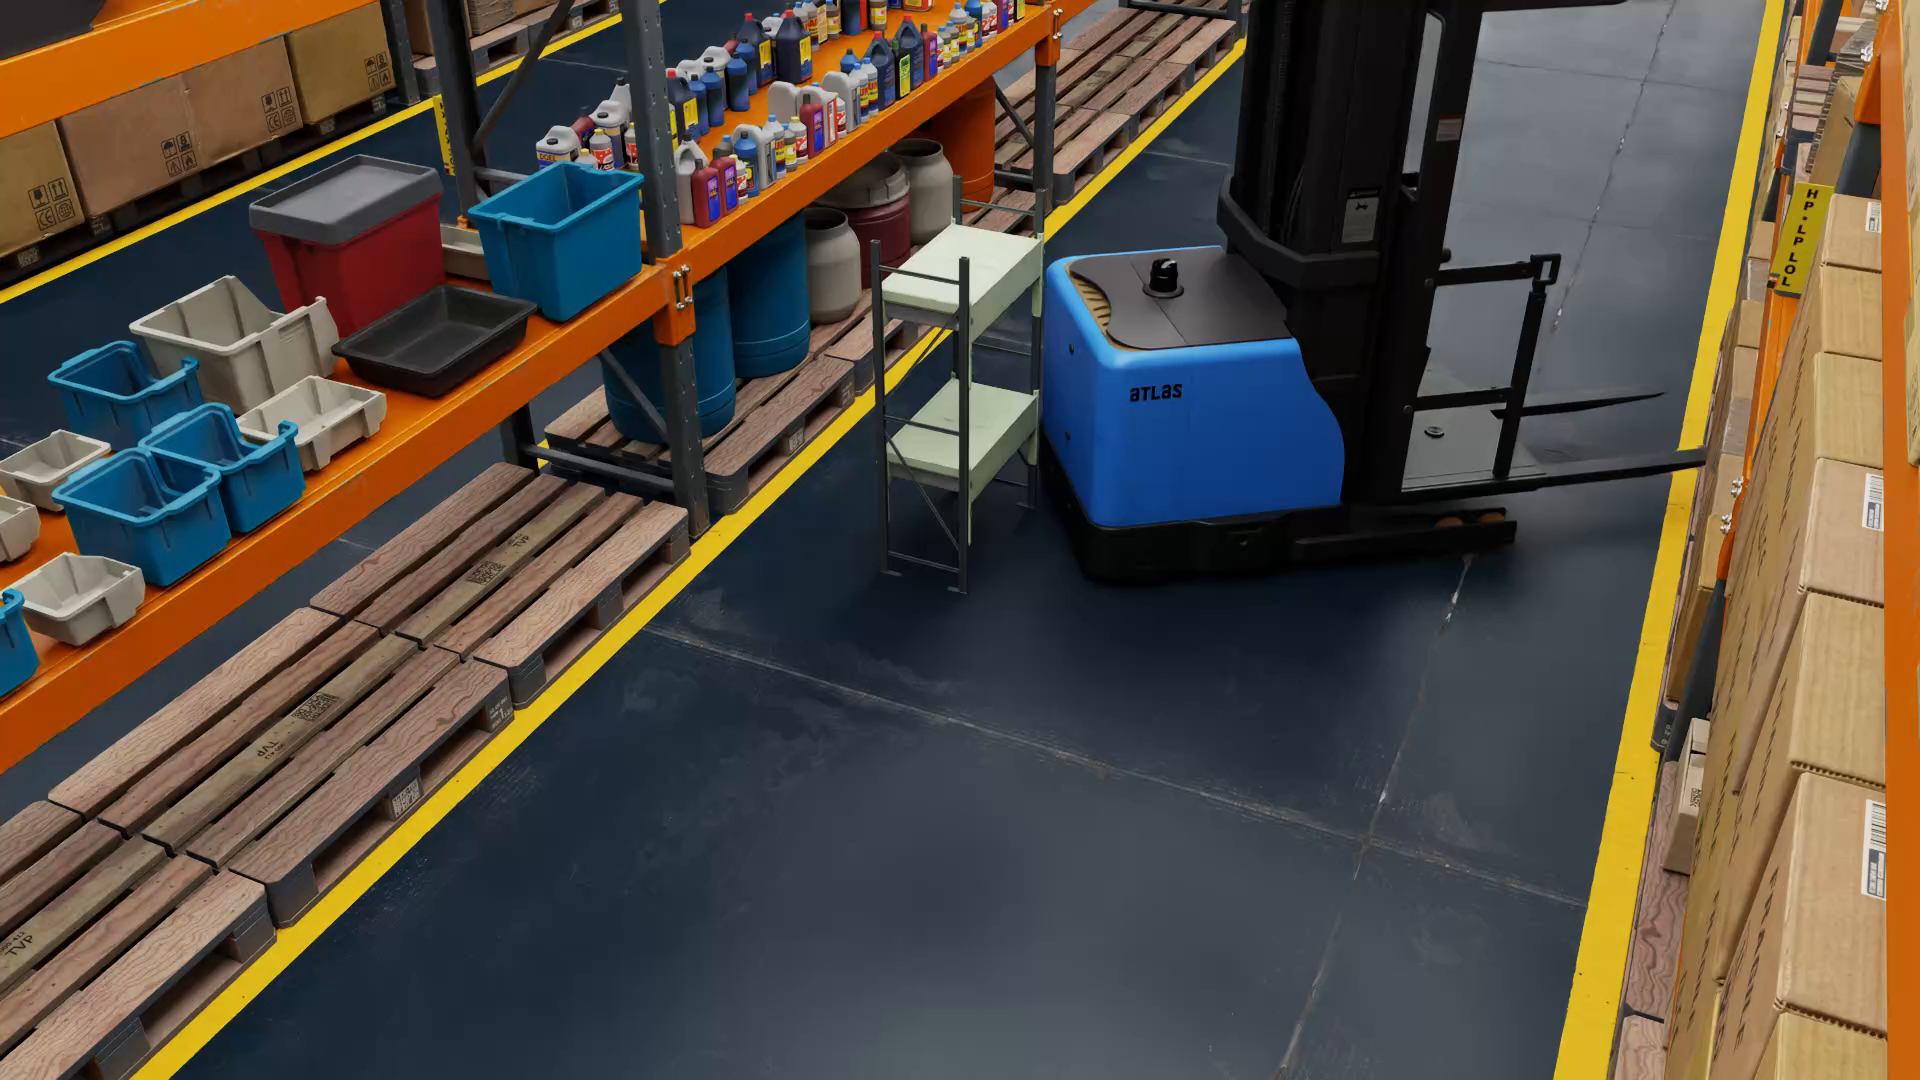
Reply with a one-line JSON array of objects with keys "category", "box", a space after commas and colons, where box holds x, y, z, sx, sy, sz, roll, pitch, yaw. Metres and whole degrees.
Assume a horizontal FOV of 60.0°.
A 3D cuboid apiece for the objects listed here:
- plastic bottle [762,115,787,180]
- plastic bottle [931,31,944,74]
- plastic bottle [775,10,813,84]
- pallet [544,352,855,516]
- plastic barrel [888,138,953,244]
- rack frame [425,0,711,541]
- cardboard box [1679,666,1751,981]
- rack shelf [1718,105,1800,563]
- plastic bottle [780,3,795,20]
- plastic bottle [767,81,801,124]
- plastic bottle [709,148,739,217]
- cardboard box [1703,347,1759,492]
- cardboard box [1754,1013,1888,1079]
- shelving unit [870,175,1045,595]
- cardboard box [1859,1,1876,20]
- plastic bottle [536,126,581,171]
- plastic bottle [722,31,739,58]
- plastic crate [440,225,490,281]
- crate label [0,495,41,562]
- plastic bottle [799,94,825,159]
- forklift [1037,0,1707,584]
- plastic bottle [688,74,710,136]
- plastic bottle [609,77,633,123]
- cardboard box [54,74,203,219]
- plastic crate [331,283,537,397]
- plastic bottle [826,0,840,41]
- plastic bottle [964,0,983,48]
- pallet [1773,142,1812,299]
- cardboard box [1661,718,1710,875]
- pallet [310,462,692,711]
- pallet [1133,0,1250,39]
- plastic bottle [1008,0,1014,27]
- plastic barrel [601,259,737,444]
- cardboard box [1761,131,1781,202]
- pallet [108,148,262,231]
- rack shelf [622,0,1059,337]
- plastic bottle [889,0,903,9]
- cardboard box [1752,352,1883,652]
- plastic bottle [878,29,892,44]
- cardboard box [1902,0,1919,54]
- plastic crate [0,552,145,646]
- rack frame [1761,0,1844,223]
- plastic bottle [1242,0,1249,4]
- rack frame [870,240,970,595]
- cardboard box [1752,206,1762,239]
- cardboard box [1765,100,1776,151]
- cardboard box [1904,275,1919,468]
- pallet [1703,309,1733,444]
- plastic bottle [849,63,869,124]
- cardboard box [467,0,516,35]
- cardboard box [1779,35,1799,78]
[{"category": "plastic bottle", "box": [-0.812, -1.718, 7.251, 0.097, 0.271, 0.097, 0, 33, 0]}, {"category": "plastic bottle", "box": [-0.133, -2.497, 8.503, 0.097, 0.201, 0.097, 0, 33, 0]}, {"category": "plastic bottle", "box": [-0.835, -2.488, 8.353, 0.144, 0.351, 0.185, 14, 36, 20]}, {"category": "pallet", "box": [-1.217, -0.603, 7.977, 1.003, 0.211, 1.213, 14, 36, 20]}, {"category": "plastic barrel", "box": [-0.249, -1.973, 9.409, 0.421, 0.512, 0.421, 0, 33, 0]}, {"category": "rack frame", "box": [-1.578, -1.395, 6.641, 1.000, 3.000, 0.127, 14, 36, 20]}, {"category": "cardboard box", "box": [1.825, 0.651, 3.430, 0.500, 0.500, 0.500, 14, 36, 20]}, {"category": "rack shelf", "box": [3.756, -0.952, 6.622, 1.077, 0.370, 4.000, 14, 36, 20]}, {"category": "plastic bottle", "box": [-0.904, -2.632, 8.634, 0.061, 0.283, 0.133, 14, 36, 20]}, {"category": "plastic bottle", "box": [-0.789, -1.982, 7.650, 0.152, 0.276, 0.135, 14, 36, 20]}, {"category": "plastic bottle", "box": [-0.981, -1.497, 6.904, 0.061, 0.283, 0.133, 14, 36, 20]}, {"category": "cardboard box", "box": [3.501, -0.454, 7.086, 0.500, 0.500, 0.500, 13, 35, 19]}, {"category": "cardboard box", "box": [1.182, 0.991, 2.000, 0.500, 0.500, 0.500, 14, 36, 20]}, {"category": "shelving unit", "box": [0.003, -0.631, 6.844, 0.431, 1.500, 0.755, 14, 36, 20]}, {"category": "cardboard box", "box": [5.075, -2.792, 9.001, 0.380, 0.149, 0.250, 17, 37, 24]}, {"category": "plastic bottle", "box": [-1.707, -1.613, 7.088, 0.152, 0.276, 0.135, 14, 36, 20]}, {"category": "plastic bottle", "box": [-1.134, -2.358, 8.216, 0.061, 0.283, 0.133, 14, 36, 20]}, {"category": "plastic crate", "box": [-1.903, -1.110, 6.394, 0.396, 0.136, 0.243, 14, 36, 20]}, {"category": "crate label", "box": [-2.846, -0.050, 4.777, 0.396, 0.136, 0.243, 14, 36, 20]}, {"category": "plastic bottle", "box": [-0.666, -1.873, 7.477, 0.061, 0.283, 0.133, 14, 36, 20]}, {"category": "forklift", "box": [1.925, -1.436, 6.768, 3.031, 2.935, 1.130, -6, 34, -9]}, {"category": "plastic bottle", "box": [-1.222, -2.025, 7.720, 0.097, 0.271, 0.097, 0, 33, 0]}, {"category": "plastic bottle", "box": [-1.491, -1.907, 7.467, 0.144, 0.351, 0.185, 14, 36, 20]}, {"category": "cardboard box", "box": [-5.454, -2.586, 10.014, 1.225, 0.875, 0.875, 13, 35, 19]}, {"category": "plastic crate", "box": [-1.802, -0.686, 5.756, 0.437, 0.125, 0.590, 14, 36, 20]}, {"category": "plastic bottle", "box": [-0.702, -2.814, 8.987, 0.097, 0.201, 0.097, 0, 33, 0]}, {"category": "plastic bottle", "box": [0.071, -2.768, 8.854, 0.097, 0.271, 0.097, 0, 33, 0]}, {"category": "pallet", "box": [3.783, -1.199, 6.518, 1.003, 0.211, 1.213, 14, 36, 20]}, {"category": "cardboard box", "box": [2.547, 0.844, 5.279, 0.500, 0.311, 0.500, 14, 36, 20]}, {"category": "pallet", "box": [-1.850, 0.147, 6.834, 1.003, 0.211, 1.213, 14, 36, 20]}, {"category": "pallet", "box": [2.088, -4.538, 13.978, 1.003, 0.211, 1.213, 14, 36, 20]}, {"category": "plastic bottle", "box": [0.249, -2.951, 9.196, 0.097, 0.201, 0.097, 0, 33, 0]}, {"category": "plastic barrel", "box": [-1.335, -0.960, 7.509, 0.600, 0.901, 0.708, 14, 36, 20]}, {"category": "cardboard box", "box": [4.800, -2.086, 9.310, 0.500, 0.311, 0.500, 14, 36, 20]}, {"category": "pallet", "box": [-5.313, -2.376, 10.681, 1.003, 0.211, 1.213, 14, 36, 20]}, {"category": "rack shelf", "box": [-0.741, -2.090, 8.358, 1.077, 0.370, 4.000, 14, 36, 20]}, {"category": "plastic bottle", "box": [-0.379, -3.194, 9.498, 0.152, 0.276, 0.135, 14, 36, 20]}, {"category": "cardboard box", "box": [2.036, -0.033, 3.562, 0.500, 0.500, 0.500, 13, 35, 19]}, {"category": "plastic bottle", "box": [-0.373, -2.410, 8.297, 0.061, 0.283, 0.133, 14, 36, 20]}, {"category": "cardboard box", "box": [2.491, -1.263, 3.841, 0.500, 0.250, 0.500, 14, 36, 20]}, {"category": "plastic crate", "box": [-2.356, 0.157, 4.461, 0.250, 0.136, 0.298, 14, 36, 20]}, {"category": "rack frame", "box": [4.593, -2.249, 7.944, 1.000, 3.000, 0.127, 14, 36, 20]}, {"category": "plastic bottle", "box": [2.300, -4.480, 13.434, 0.097, 0.271, 0.097, 0, 33, 0]}, {"category": "rack frame", "box": [-0.150, -0.448, 6.566, 0.400, 1.500, 0.023, 14, 36, 20]}, {"category": "cardboard box", "box": [4.592, -1.592, 9.067, 0.500, 0.250, 0.500, 15, 36, 22]}, {"category": "cardboard box", "box": [5.443, -2.610, 10.619, 0.500, 0.250, 0.500, 13, 35, 19]}, {"category": "cardboard box", "box": [1.638, -0.271, 2.329, 0.500, 0.250, 0.500, 14, 36, 20]}, {"category": "pallet", "box": [4.246, -0.719, 8.154, 1.003, 0.211, 1.213, 14, 36, 20]}, {"category": "plastic bottle", "box": [-0.481, -2.112, 7.853, 0.097, 0.271, 0.097, 0, 33, 0]}, {"category": "cardboard box", "box": [-3.921, -4.279, 12.919, 0.700, 0.500, 0.500, 11, 35, 17]}, {"category": "cardboard box", "box": [5.653, -3.104, 10.862, 0.500, 0.311, 0.500, 14, 36, 20]}]
